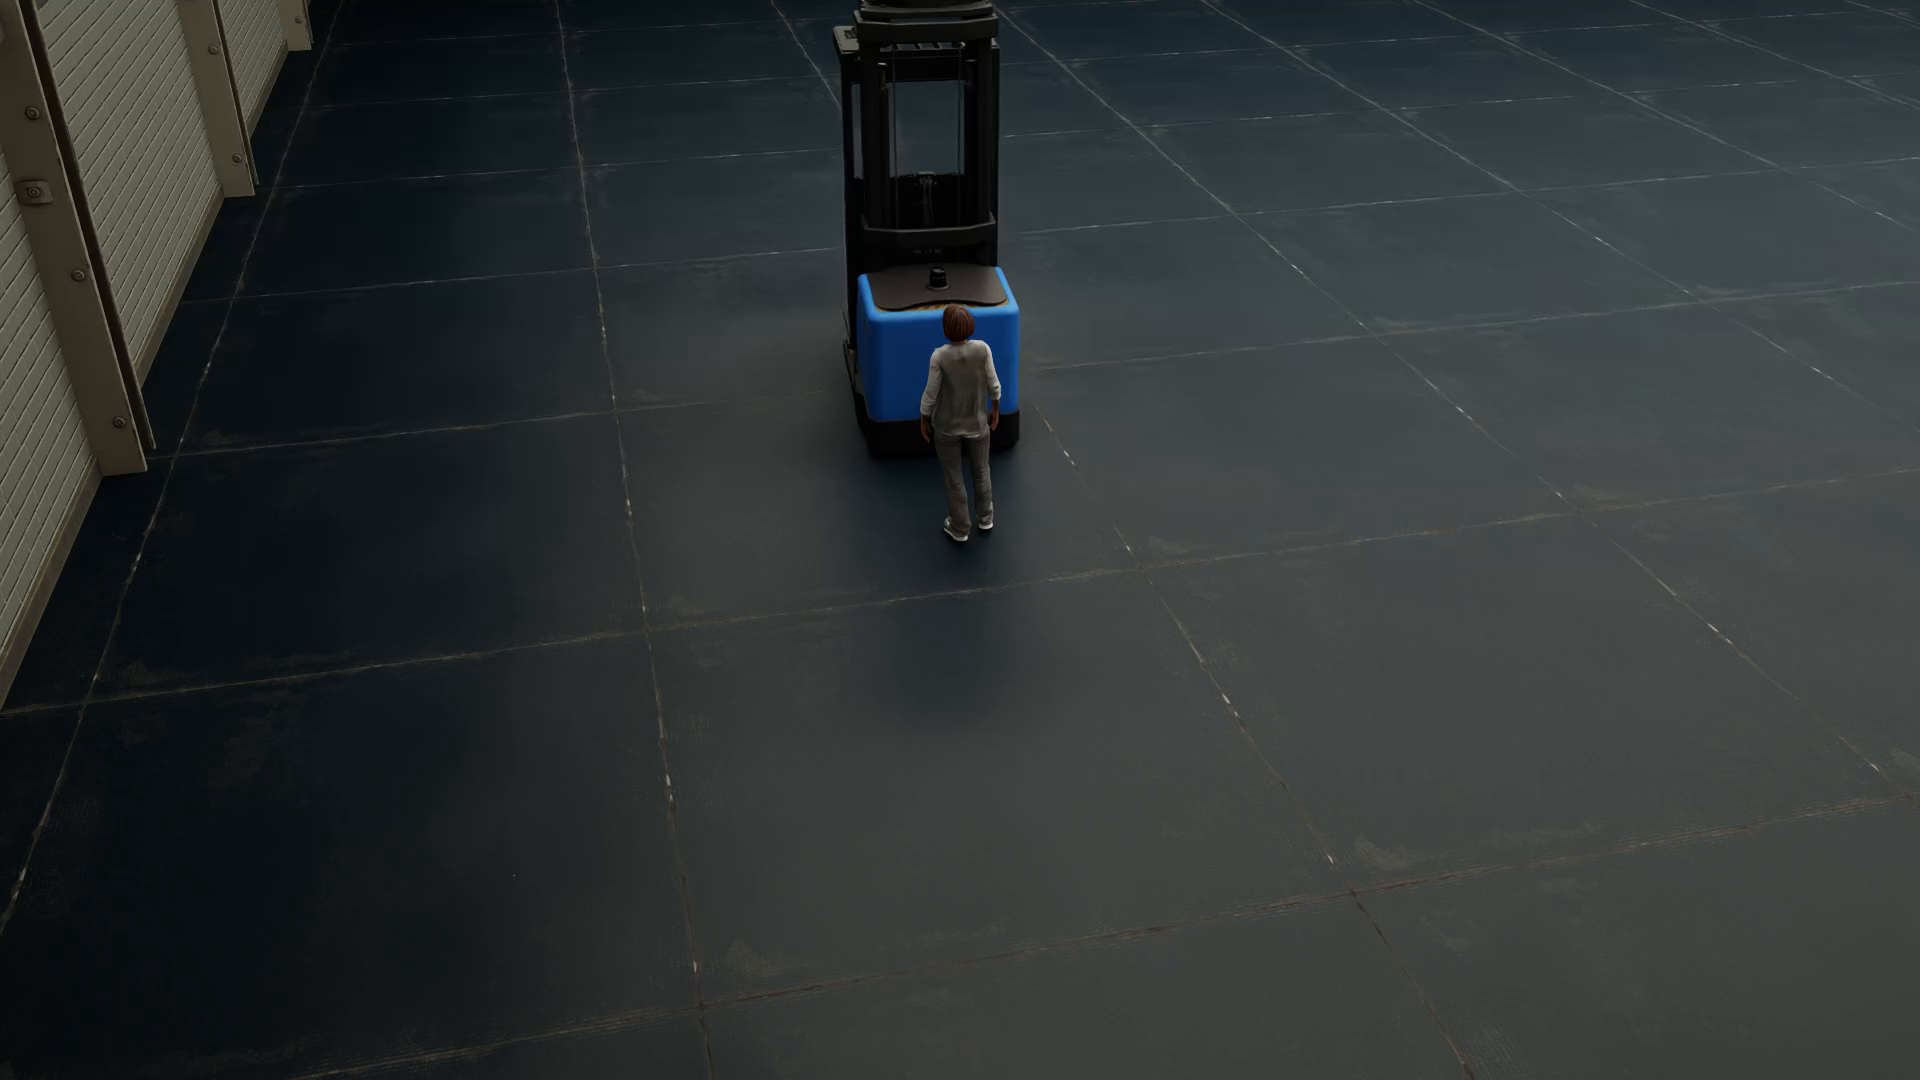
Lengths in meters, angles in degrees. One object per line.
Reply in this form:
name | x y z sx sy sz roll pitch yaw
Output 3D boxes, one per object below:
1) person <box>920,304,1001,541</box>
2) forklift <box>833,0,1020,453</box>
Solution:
person | -0.004 -0.732 10.164 0.521 1.592 0.473 -7 31 -12
forklift | -0.308 -2.581 12.032 1.130 2.935 3.031 -4 30 -7
